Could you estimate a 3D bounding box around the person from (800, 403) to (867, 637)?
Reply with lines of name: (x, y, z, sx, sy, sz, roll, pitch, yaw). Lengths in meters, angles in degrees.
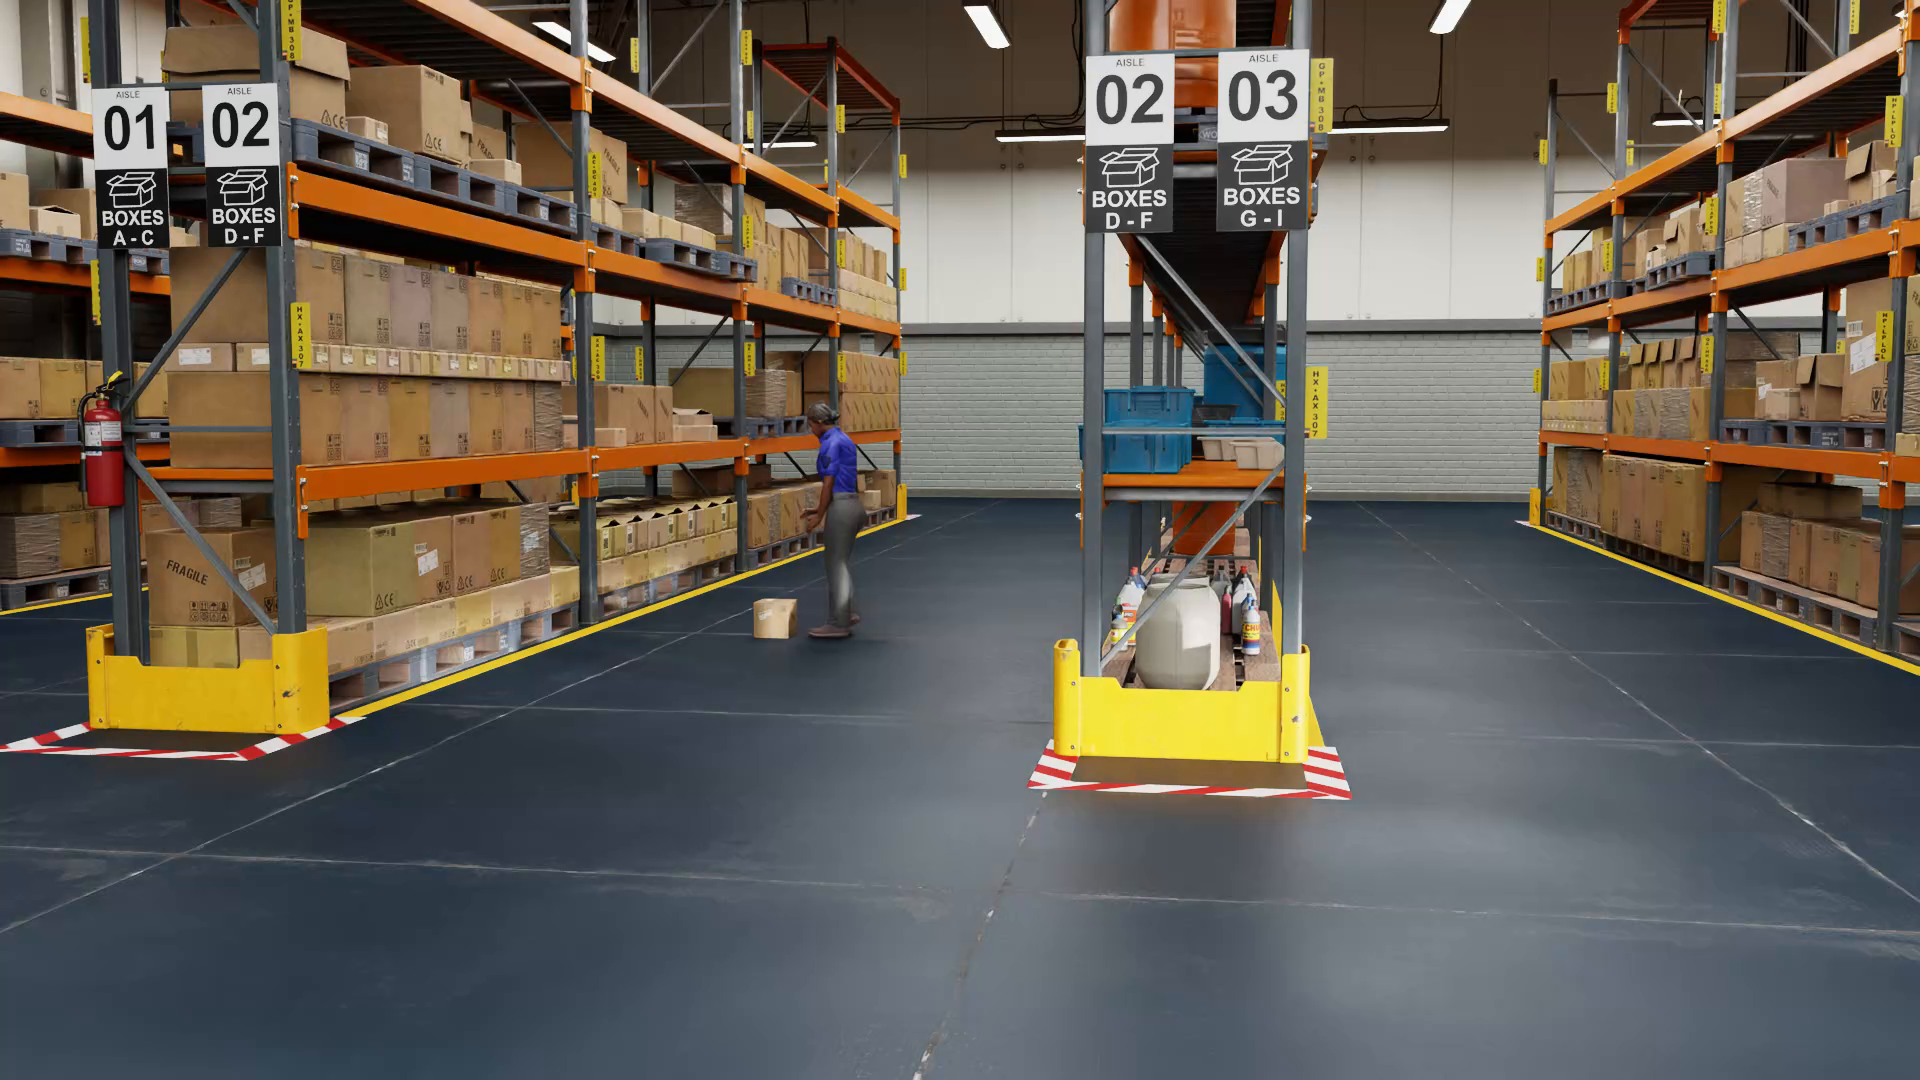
person: (-0.920, -0.122, 11.694, 0.530, 1.680, 0.472, 1, 5, 15)
